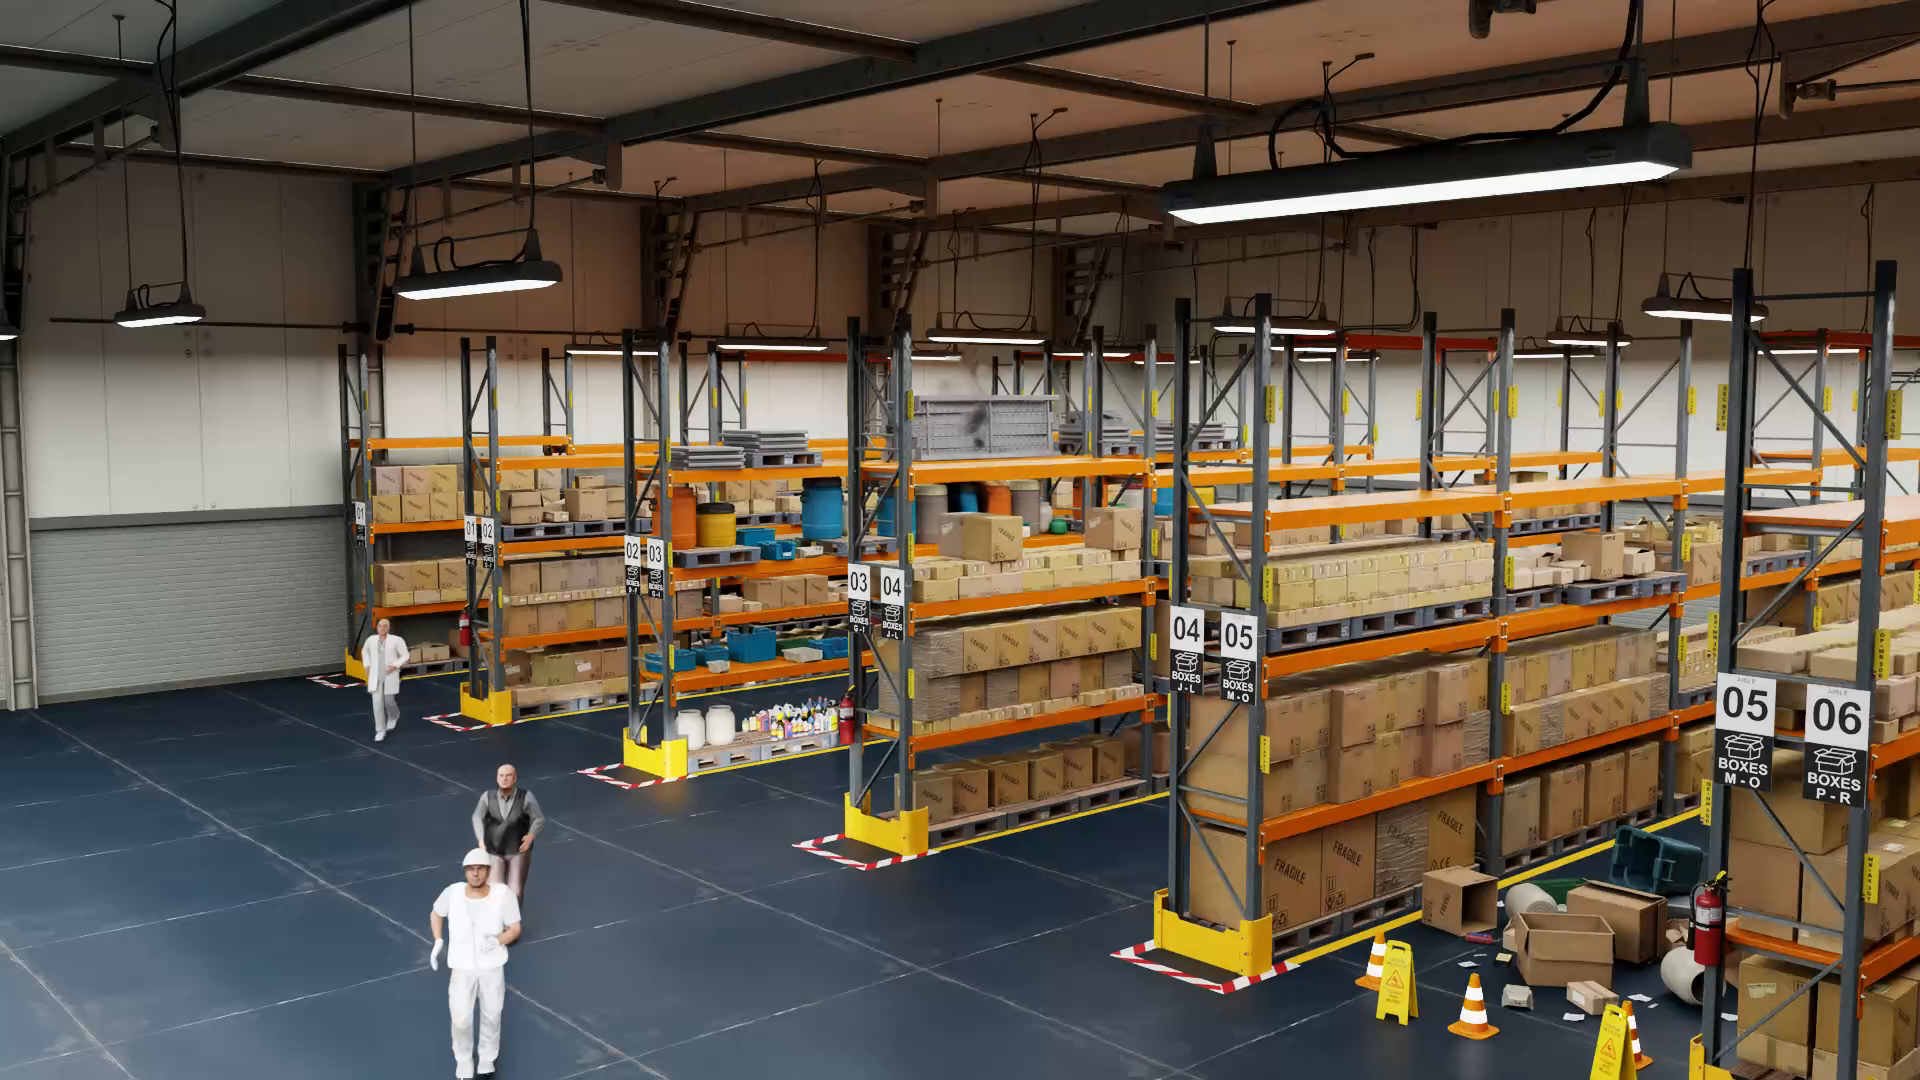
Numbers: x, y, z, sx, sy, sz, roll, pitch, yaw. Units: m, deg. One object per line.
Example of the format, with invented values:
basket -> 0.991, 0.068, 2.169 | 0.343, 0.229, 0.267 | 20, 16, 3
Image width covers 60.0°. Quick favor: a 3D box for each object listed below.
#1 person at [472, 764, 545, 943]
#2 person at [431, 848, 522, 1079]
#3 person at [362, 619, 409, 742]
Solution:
person -> -4.217, 2.935, 15.538 | 0.671, 1.689, 0.571 | -1, 5, -12
person -> -3.587, 3.173, 12.338 | 0.662, 1.764, 0.683 | -1, 5, -14
person -> -8.590, 2.056, 24.852 | 0.718, 1.770, 0.969 | -1, 5, -7
